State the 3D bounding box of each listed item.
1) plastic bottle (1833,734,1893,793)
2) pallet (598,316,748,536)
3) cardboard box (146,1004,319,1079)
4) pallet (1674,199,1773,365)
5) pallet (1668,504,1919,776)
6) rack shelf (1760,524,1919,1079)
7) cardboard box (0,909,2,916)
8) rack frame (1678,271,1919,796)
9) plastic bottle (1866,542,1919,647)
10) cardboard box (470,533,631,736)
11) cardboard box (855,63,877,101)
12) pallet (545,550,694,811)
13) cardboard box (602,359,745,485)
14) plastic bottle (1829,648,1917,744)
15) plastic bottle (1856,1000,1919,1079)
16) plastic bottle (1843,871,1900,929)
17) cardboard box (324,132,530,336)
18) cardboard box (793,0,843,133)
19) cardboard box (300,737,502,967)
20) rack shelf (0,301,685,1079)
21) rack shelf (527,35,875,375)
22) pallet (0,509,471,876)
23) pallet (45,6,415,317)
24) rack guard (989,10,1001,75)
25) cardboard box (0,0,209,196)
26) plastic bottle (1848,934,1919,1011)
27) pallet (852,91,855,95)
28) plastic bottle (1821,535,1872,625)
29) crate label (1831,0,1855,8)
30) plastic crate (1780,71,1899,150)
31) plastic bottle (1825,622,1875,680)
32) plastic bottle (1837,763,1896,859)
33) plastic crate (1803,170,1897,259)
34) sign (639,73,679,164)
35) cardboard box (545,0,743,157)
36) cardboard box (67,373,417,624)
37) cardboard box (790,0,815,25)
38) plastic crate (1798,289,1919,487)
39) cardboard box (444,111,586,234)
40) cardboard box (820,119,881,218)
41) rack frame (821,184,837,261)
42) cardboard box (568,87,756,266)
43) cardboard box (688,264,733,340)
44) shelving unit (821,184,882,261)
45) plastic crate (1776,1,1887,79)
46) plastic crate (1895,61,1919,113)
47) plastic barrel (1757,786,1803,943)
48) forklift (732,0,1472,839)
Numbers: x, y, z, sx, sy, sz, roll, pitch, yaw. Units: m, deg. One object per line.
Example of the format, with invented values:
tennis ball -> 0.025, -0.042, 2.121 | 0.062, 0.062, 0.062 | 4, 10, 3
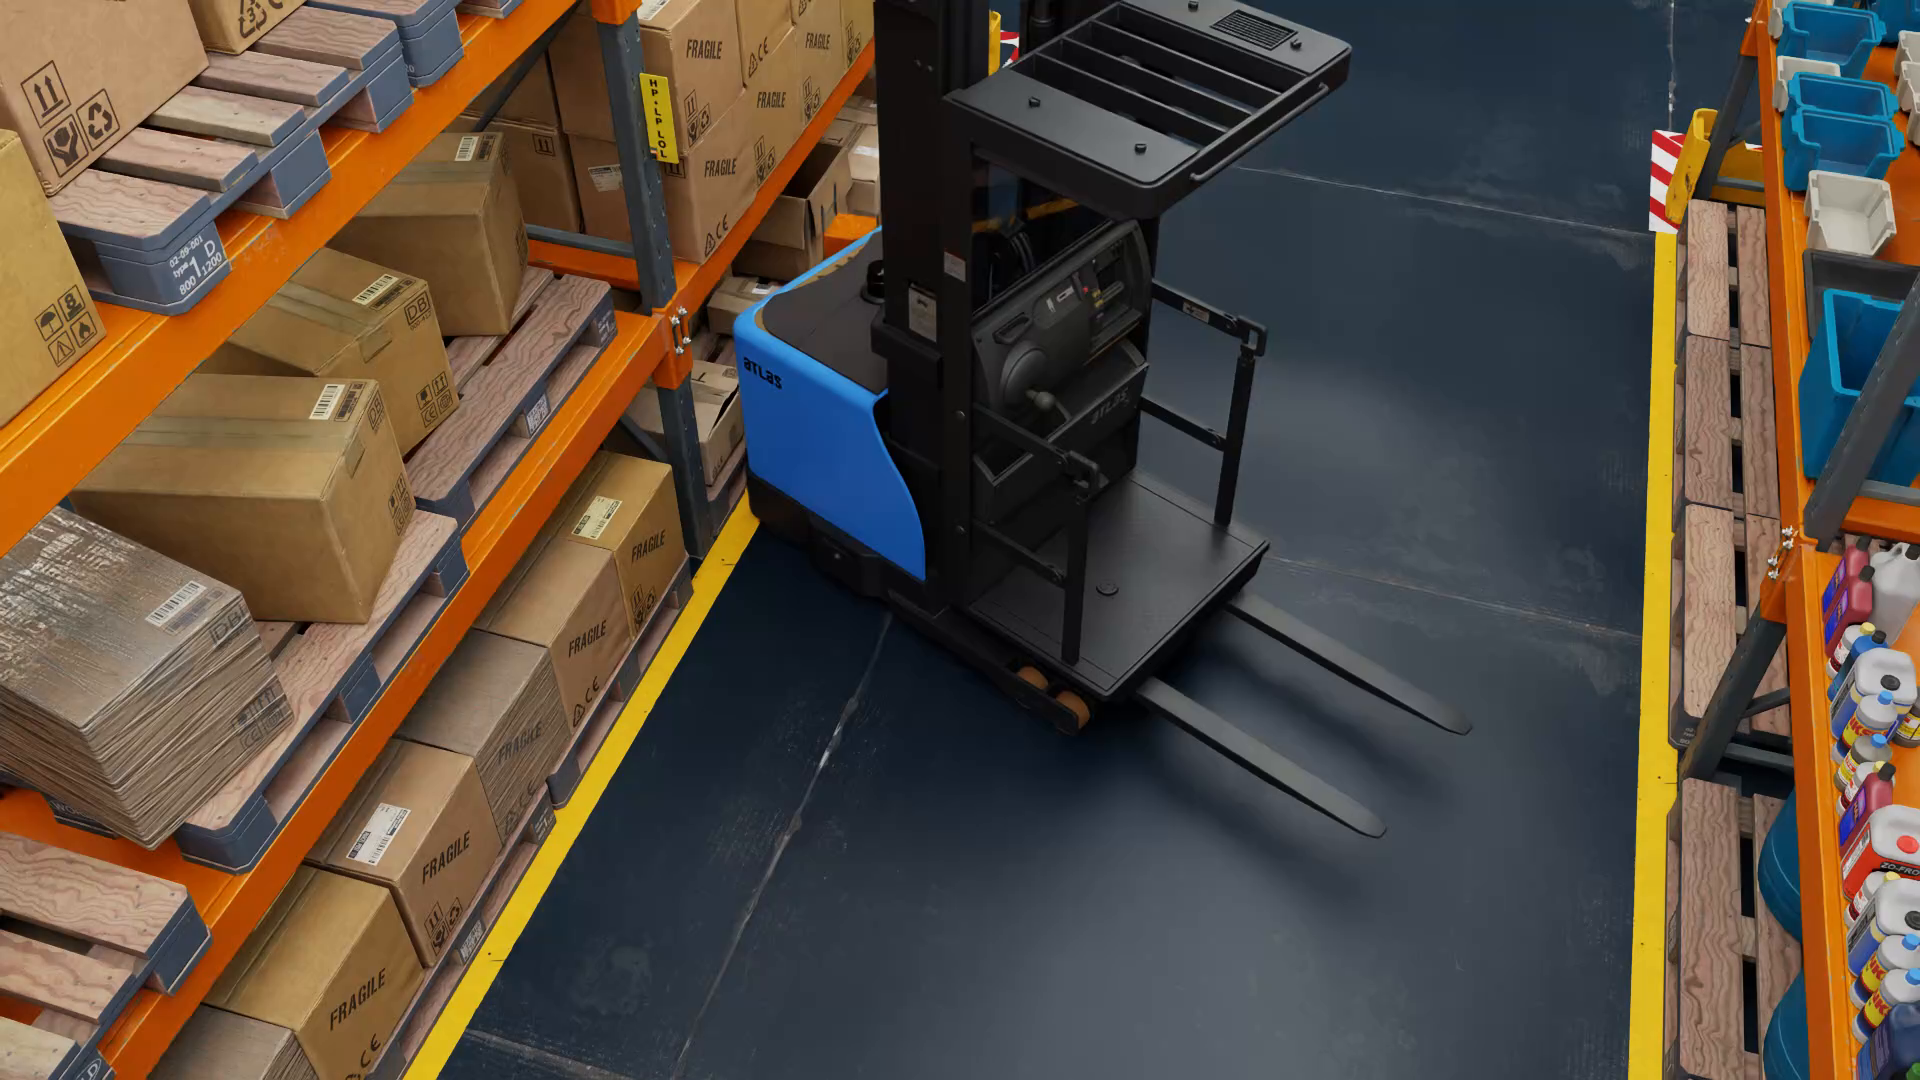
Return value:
plastic bottle -> 2.466, 0.604, 4.529 | 0.097, 0.201, 0.097 | 0, 44, 0
pallet -> -1.340, -0.588, 7.599 | 1.003, 0.211, 1.213 | 13, 46, 13
cardboard box -> -2.197, 1.683, 4.757 | 0.500, 0.500, 0.500 | 11, 45, 11
pallet -> 4.096, -1.203, 8.228 | 1.003, 0.211, 1.213 | 13, 46, 13
pallet -> 3.357, 0.423, 6.566 | 1.003, 0.211, 1.213 | 13, 46, 13
rack shelf -> 2.565, 1.515, 3.970 | 1.077, 0.370, 4.000 | 13, 46, 13
cardboard box -> -2.677, 0.910, 3.703 | 0.700, 0.500, 0.500 | -1, 44, -1
rack frame -> 3.171, -0.075, 5.081 | 1.000, 3.000, 0.127 | 13, 46, 13
plastic bottle -> 2.743, 0.135, 4.901 | 0.144, 0.351, 0.185 | 13, 46, 13
cardboard box -> -1.583, 0.327, 6.143 | 0.500, 0.500, 0.500 | 13, 46, 13
cardboard box -> -0.267, -2.642, 9.177 | 0.500, 0.500, 0.500 | 13, 46, 13
pallet -> -1.759, 0.420, 6.569 | 1.003, 0.211, 1.213 | 13, 46, 13
cardboard box -> -1.215, -0.557, 7.181 | 0.500, 0.311, 0.500 | 13, 46, 13
plastic bottle -> 2.557, 0.441, 4.642 | 0.152, 0.276, 0.135 | 13, 46, 13
plastic bottle -> 2.206, 1.178, 3.836 | 0.144, 0.351, 0.185 | 13, 46, 13
plastic bottle -> 2.326, 0.912, 4.214 | 0.097, 0.201, 0.097 | 0, 44, 0
cardboard box -> -1.905, -1.044, 5.700 | 0.700, 0.500, 0.500 | -1, 44, -1
cardboard box -> -0.829, -2.119, 7.099 | 0.500, 0.500, 0.500 | 12, 46, 12
cardboard box -> -1.887, 1.000, 5.455 | 0.500, 0.500, 0.500 | 11, 45, 11
rack shelf -> -2.154, 0.464, 5.045 | 1.077, 0.370, 4.000 | 13, 46, 13
rack shelf -> -0.943, -2.203, 7.770 | 1.077, 0.370, 4.000 | 13, 46, 13
pallet -> -2.175, 0.311, 4.824 | 1.003, 0.211, 1.213 | 13, 46, 13
pallet -> -2.124, -1.020, 4.036 | 1.213, 0.211, 1.003 | 13, 46, 13
rack guard -> -0.360, -2.849, 9.703 | 1.175, 0.500, 0.348 | 13, 46, 13
cardboard box -> -2.173, -1.211, 3.653 | 0.600, 0.600, 0.600 | 11, 45, 11
plastic bottle -> 2.256, 1.042, 4.031 | 0.097, 0.271, 0.097 | 0, 44, 0
pallet -> -0.601, -2.214, 9.261 | 1.003, 0.211, 1.213 | 13, 46, 13
plastic bottle -> 2.653, 0.121, 4.964 | 0.061, 0.283, 0.133 | 13, 46, 13
crate label -> 3.994, -2.608, 7.746 | 0.416, 0.233, 0.303 | 13, 46, 13
plastic crate -> 3.595, -1.730, 6.849 | 0.416, 0.233, 0.300 | 13, 46, 13
plastic bottle -> 2.595, 0.320, 4.820 | 0.097, 0.201, 0.097 | 0, 44, 0
plastic bottle -> 2.384, 0.713, 4.359 | 0.061, 0.283, 0.133 | 13, 46, 13
plastic crate -> 3.412, -1.227, 6.403 | 0.293, 0.136, 0.466 | 13, 46, 13
sign -> -1.019, -1.425, 5.633 | 0.100, 0.325, 0.005 | 13, 46, 13
cardboard box -> -1.138, -1.774, 6.031 | 0.500, 0.500, 0.500 | 14, 46, 14
cardboard box -> -2.025, -0.122, 4.757 | 0.700, 0.500, 0.500 | 2, 44, 2
cardboard box -> -0.826, -2.461, 6.733 | 0.500, 0.500, 0.500 | 11, 46, 11
plastic crate -> 2.987, -0.474, 5.457 | 0.392, 0.384, 0.575 | 13, 46, 13
cardboard box -> -1.642, -1.550, 6.517 | 0.500, 0.500, 0.500 | 13, 46, 13
cardboard box -> -0.583, -1.926, 8.624 | 0.500, 0.250, 0.500 | 13, 46, 13
rack frame -> -0.574, -1.090, 7.503 | 0.008, 1.050, 0.200 | 10, 42, 9
cardboard box -> -1.135, -1.444, 6.409 | 0.500, 0.500, 0.500 | 14, 46, 14
cardboard box -> -1.419, -1.263, 7.903 | 0.500, 0.311, 0.500 | 13, 46, 13
shelving unit -> -0.456, -1.070, 7.482 | 0.252, 1.050, 0.215 | 10, 42, 9
plastic crate -> 3.794, -2.169, 7.298 | 0.416, 0.233, 0.300 | 13, 46, 13
plastic crate -> 4.206, -1.896, 7.088 | 0.396, 0.136, 0.243 | 13, 46, 13
plastic barrel -> 2.990, 0.884, 5.301 | 0.600, 0.901, 0.708 | 13, 46, 13
forklift -> 0.532, -0.723, 5.793 | 3.031, 2.935, 1.130 | 31, 52, 28
